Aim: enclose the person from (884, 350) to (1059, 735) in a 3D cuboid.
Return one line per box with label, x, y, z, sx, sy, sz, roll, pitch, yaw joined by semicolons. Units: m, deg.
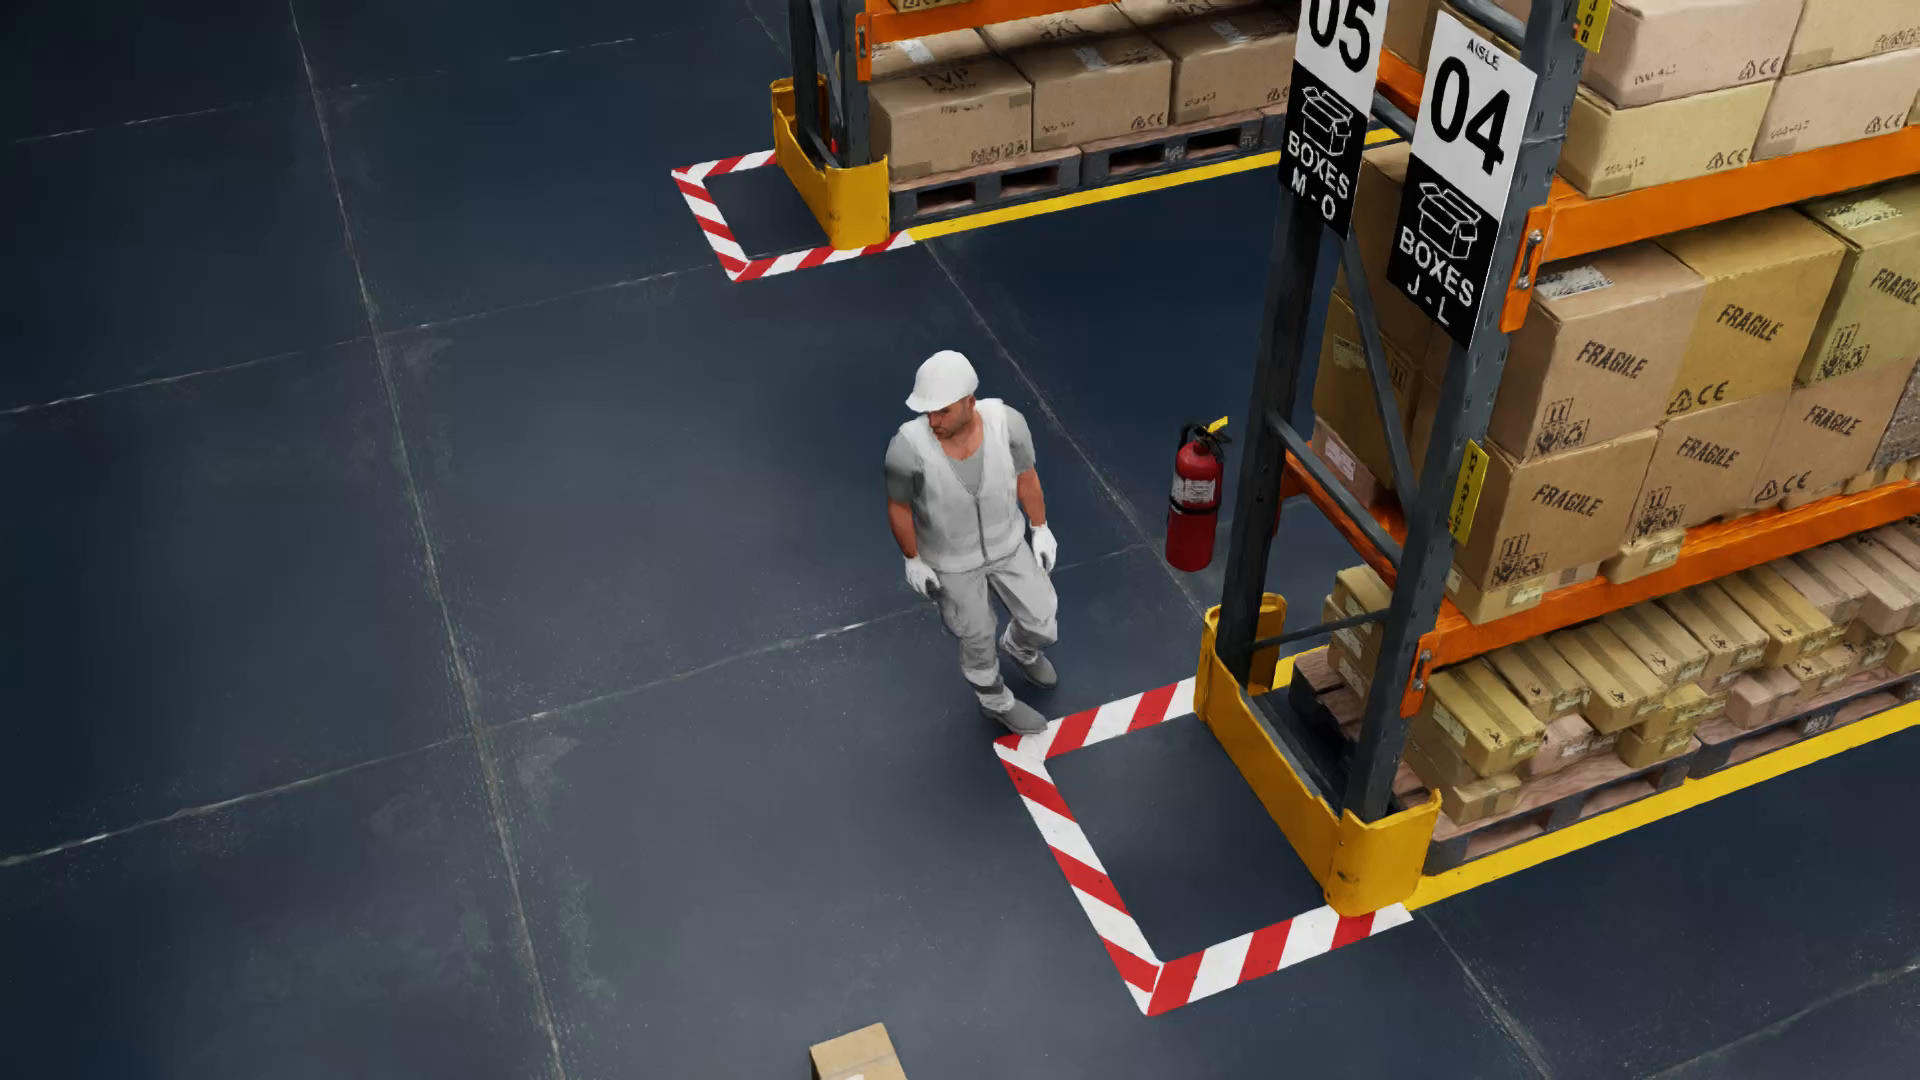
person;0.097;0.053;6.093;0.687;1.776;0.436;-17;44;-18
